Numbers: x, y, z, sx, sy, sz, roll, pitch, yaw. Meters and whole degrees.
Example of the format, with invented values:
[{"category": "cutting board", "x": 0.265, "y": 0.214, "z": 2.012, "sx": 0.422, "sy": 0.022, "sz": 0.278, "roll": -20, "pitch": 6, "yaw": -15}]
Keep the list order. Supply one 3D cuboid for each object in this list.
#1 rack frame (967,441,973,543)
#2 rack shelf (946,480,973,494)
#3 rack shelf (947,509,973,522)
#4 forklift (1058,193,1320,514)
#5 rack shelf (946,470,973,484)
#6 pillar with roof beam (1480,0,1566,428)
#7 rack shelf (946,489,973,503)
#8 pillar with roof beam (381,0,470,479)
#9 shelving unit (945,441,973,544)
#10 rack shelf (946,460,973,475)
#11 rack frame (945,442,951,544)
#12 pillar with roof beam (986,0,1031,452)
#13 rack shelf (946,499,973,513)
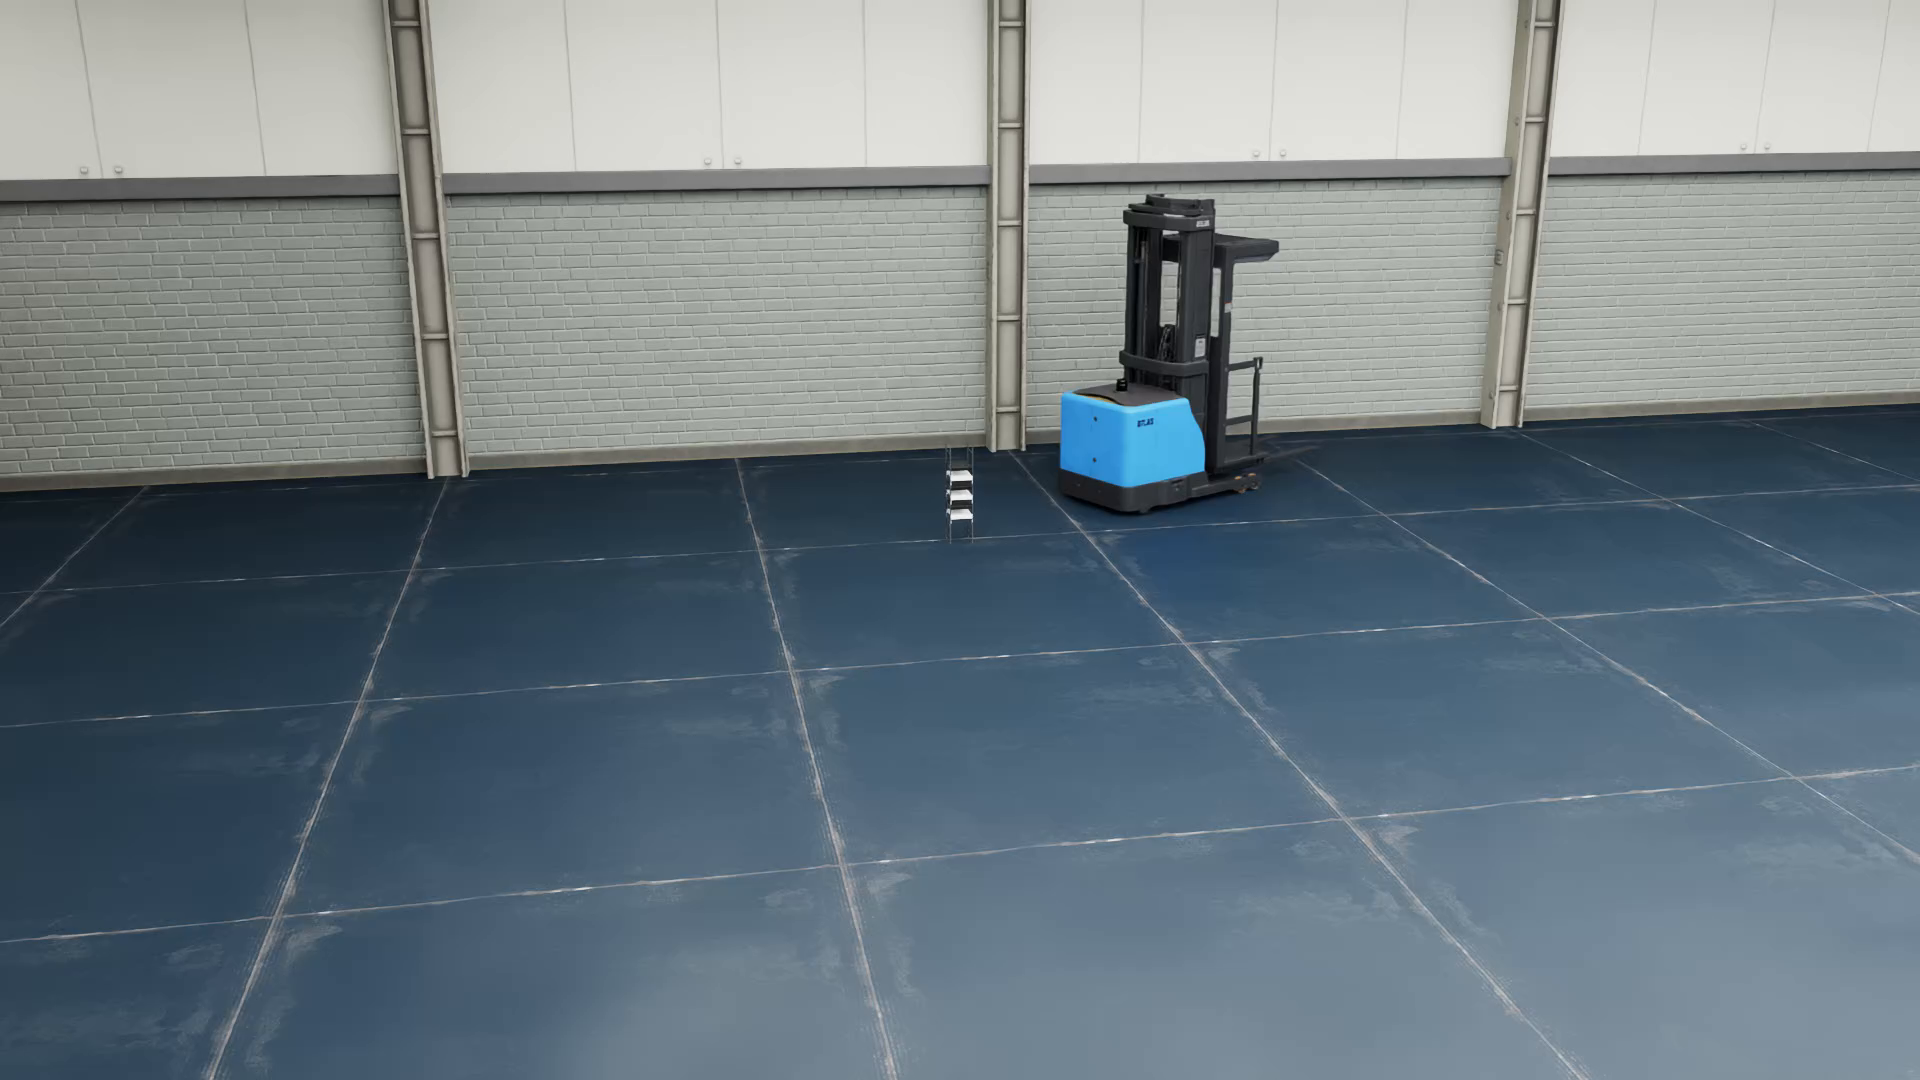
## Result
[{"category": "rack frame", "x": 0.092, "y": -0.435, "z": 15.135, "sx": 0.006, "sy": 0.900, "sz": 0.240, "roll": -3, "pitch": 17, "yaw": -10}, {"category": "rack shelf", "x": -0.008, "y": -0.484, "z": 15.100, "sx": 0.200, "sy": 0.077, "sz": 0.258, "roll": -3, "pitch": 17, "yaw": -10}, {"category": "rack shelf", "x": -0.008, "y": -0.226, "z": 15.179, "sx": 0.200, "sy": 0.077, "sz": 0.258, "roll": -3, "pitch": 17, "yaw": -10}, {"category": "forklift", "x": 2.451, "y": -1.985, "z": 16.720, "sx": 3.031, "sy": 2.935, "sz": 1.130, "roll": -13, "pitch": 21, "yaw": -36}, {"category": "rack shelf", "x": -0.008, "y": -0.570, "z": 15.073, "sx": 0.200, "sy": 0.077, "sz": 0.258, "roll": -3, "pitch": 17, "yaw": -10}, {"category": "pillar with roof beam", "x": 7.218, "y": -4.425, "z": 14.329, "sx": 0.400, "sy": 9.000, "sz": 9.100, "roll": -3, "pitch": 17, "yaw": -10}, {"category": "rack shelf", "x": -0.008, "y": -0.398, "z": 15.126, "sx": 0.200, "sy": 0.077, "sz": 0.258, "roll": -3, "pitch": 17, "yaw": -10}, {"category": "pillar with roof beam", "x": -4.564, "y": -3.756, "z": 12.153, "sx": 0.400, "sy": 9.000, "sz": 9.100, "roll": -3, "pitch": 17, "yaw": -10}, {"category": "shelving unit", "x": -0.008, "y": -0.430, "z": 15.116, "sx": 0.210, "sy": 0.900, "sz": 0.258, "roll": -3, "pitch": 17, "yaw": -10}, {"category": "rack shelf", "x": -0.008, "y": -0.656, "z": 15.047, "sx": 0.200, "sy": 0.077, "sz": 0.258, "roll": -3, "pitch": 17, "yaw": -10}, {"category": "rack frame", "x": -0.108, "y": -0.424, "z": 15.098, "sx": 0.006, "sy": 0.900, "sz": 0.240, "roll": -3, "pitch": 17, "yaw": -10}, {"category": "pillar with roof beam", "x": 1.327, "y": -4.090, "z": 13.241, "sx": 0.400, "sy": 9.000, "sz": 9.100, "roll": -3, "pitch": 17, "yaw": -10}, {"category": "rack shelf", "x": -0.008, "y": -0.312, "z": 15.153, "sx": 0.200, "sy": 0.077, "sz": 0.258, "roll": -3, "pitch": 17, "yaw": -10}]
